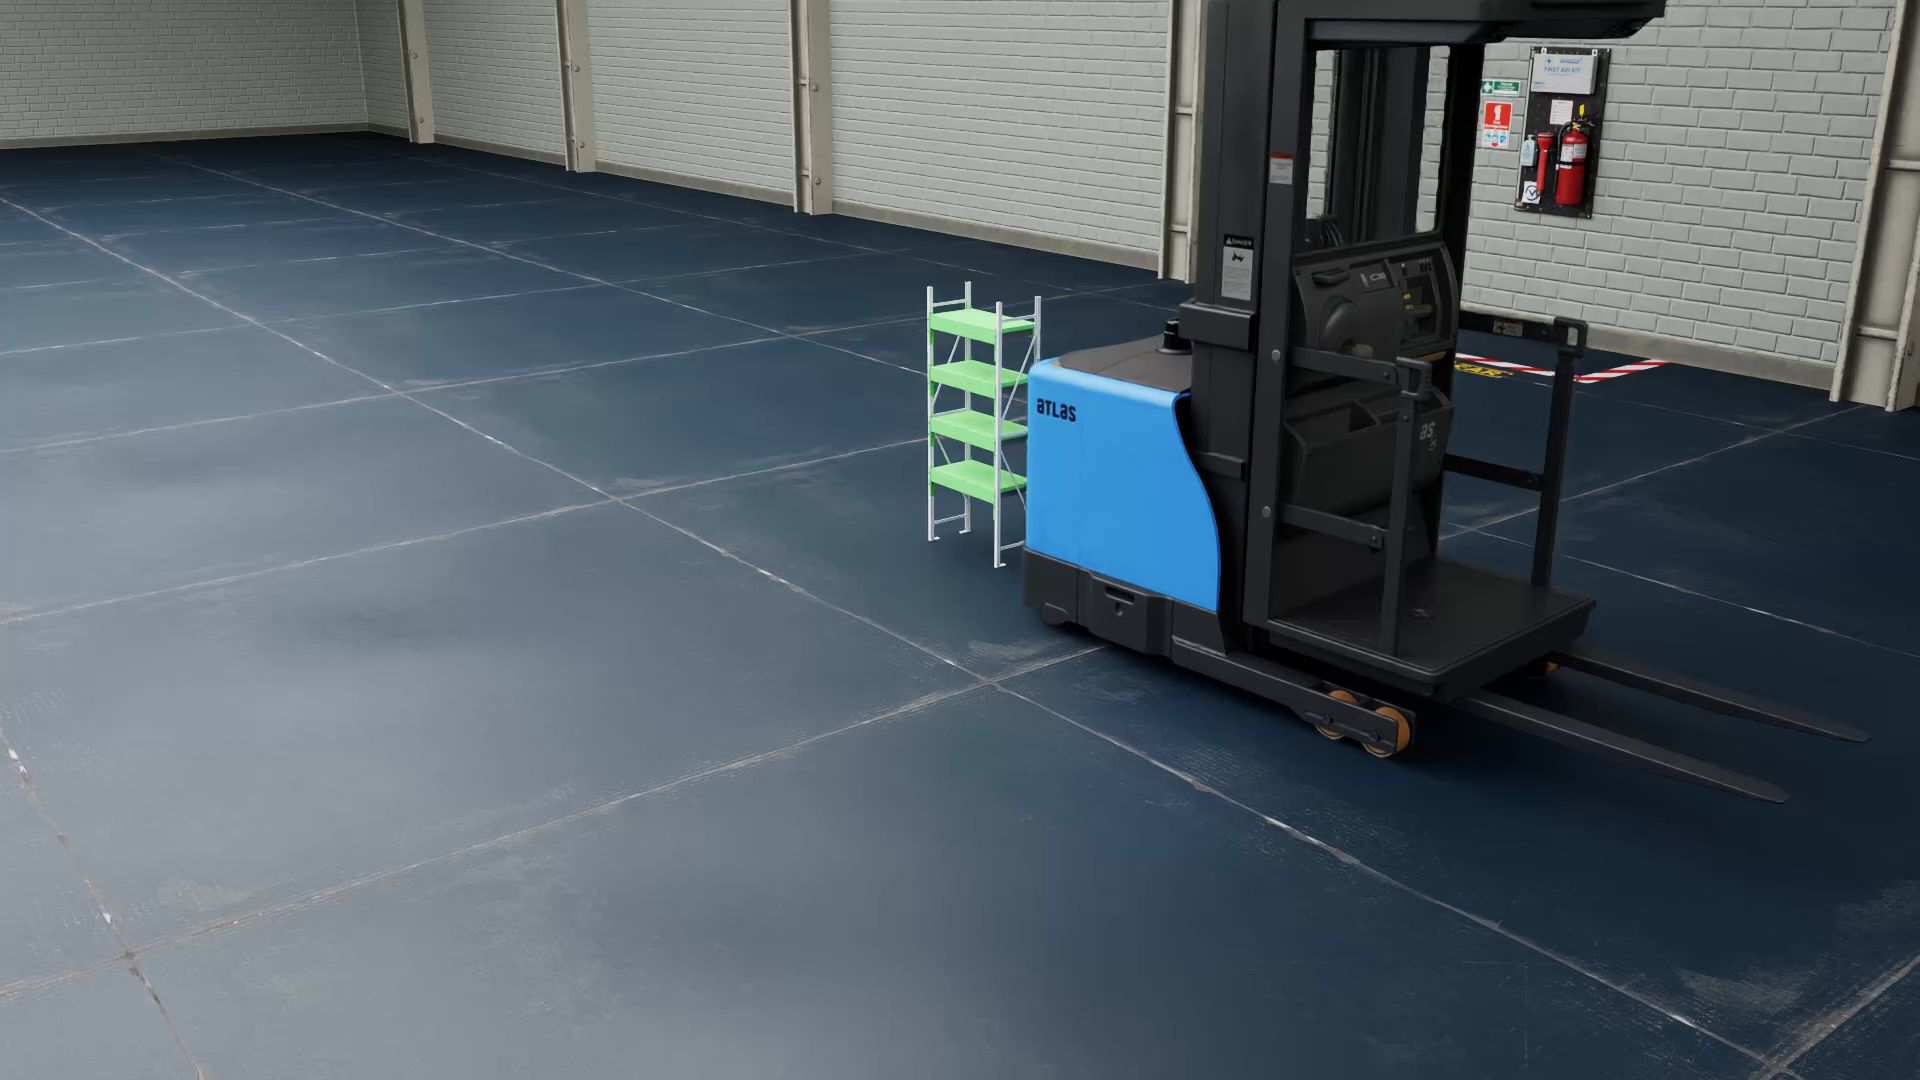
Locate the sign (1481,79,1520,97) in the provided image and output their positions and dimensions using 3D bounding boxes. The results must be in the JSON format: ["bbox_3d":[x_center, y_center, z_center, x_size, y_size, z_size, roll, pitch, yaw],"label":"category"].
[{"bbox_3d":[3.978,-3.329,12.246,0.001,0.109,0.331,-14,23,-36],"label":"sign"}]

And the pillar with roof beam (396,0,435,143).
[{"bbox_3d":[-12.527,-10.213,24.389,9.100,9.000,0.400,-14,23,-36],"label":"pillar with roof beam"}]

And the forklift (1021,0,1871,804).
[{"bbox_3d":[1.619,-0.836,5.724,1.130,2.935,3.031,-16,24,-40],"label":"forklift"}]

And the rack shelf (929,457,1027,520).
[{"bbox_3d":[0.103,-0.240,7.646,0.258,0.148,0.480,-14,23,-36],"label":"rack shelf"}]

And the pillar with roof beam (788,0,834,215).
[{"bbox_3d":[-5.076,-7.256,15.459,9.100,9.000,0.400,-14,23,-36],"label":"pillar with roof beam"}]

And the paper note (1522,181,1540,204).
[{"bbox_3d":[4.189,-2.546,12.182,0.016,0.148,0.142,-14,23,-36],"label":"paper note"}]

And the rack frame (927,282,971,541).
[{"bbox_3d":[-0.049,-0.589,7.732,0.240,1.200,0.015,-14,23,-36],"label":"rack frame"}]

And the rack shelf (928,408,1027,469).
[{"bbox_3d":[0.103,-0.468,7.571,0.258,0.148,0.480,-14,23,-36],"label":"rack shelf"}]

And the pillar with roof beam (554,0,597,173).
[{"bbox_3d":[-8.802,-8.734,19.924,9.100,9.000,0.400,-14,23,-36],"label":"pillar with roof beam"}]

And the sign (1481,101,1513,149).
[{"bbox_3d":[3.982,-3.081,12.338,0.001,0.329,0.234,-14,23,-36],"label":"sign"}]

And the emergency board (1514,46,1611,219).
[{"bbox_3d":[4.245,-2.907,11.871,0.194,1.169,0.643,-14,23,-36],"label":"emergency board"}]

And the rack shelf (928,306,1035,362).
[{"bbox_3d":[0.103,-0.924,7.420,0.258,0.148,0.480,-14,23,-36],"label":"rack shelf"}]

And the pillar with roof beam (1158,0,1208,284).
[{"bbox_3d":[-1.351,-5.777,10.994,9.100,9.000,0.400,-14,23,-36],"label":"pillar with roof beam"}]

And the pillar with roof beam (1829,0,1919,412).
[{"bbox_3d":[2.374,-4.299,6.529,9.100,9.000,0.400,-14,23,-36],"label":"pillar with roof beam"}]

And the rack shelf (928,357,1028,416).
[{"bbox_3d":[0.103,-0.696,7.495,0.258,0.148,0.480,-14,23,-36],"label":"rack shelf"}]

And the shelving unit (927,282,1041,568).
[{"bbox_3d":[0.103,-0.529,7.551,0.258,1.200,0.503,-14,23,-36],"label":"shelving unit"}]

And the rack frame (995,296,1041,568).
[{"bbox_3d":[0.254,-0.469,7.369,0.240,1.200,0.015,-14,23,-36],"label":"rack frame"}]
